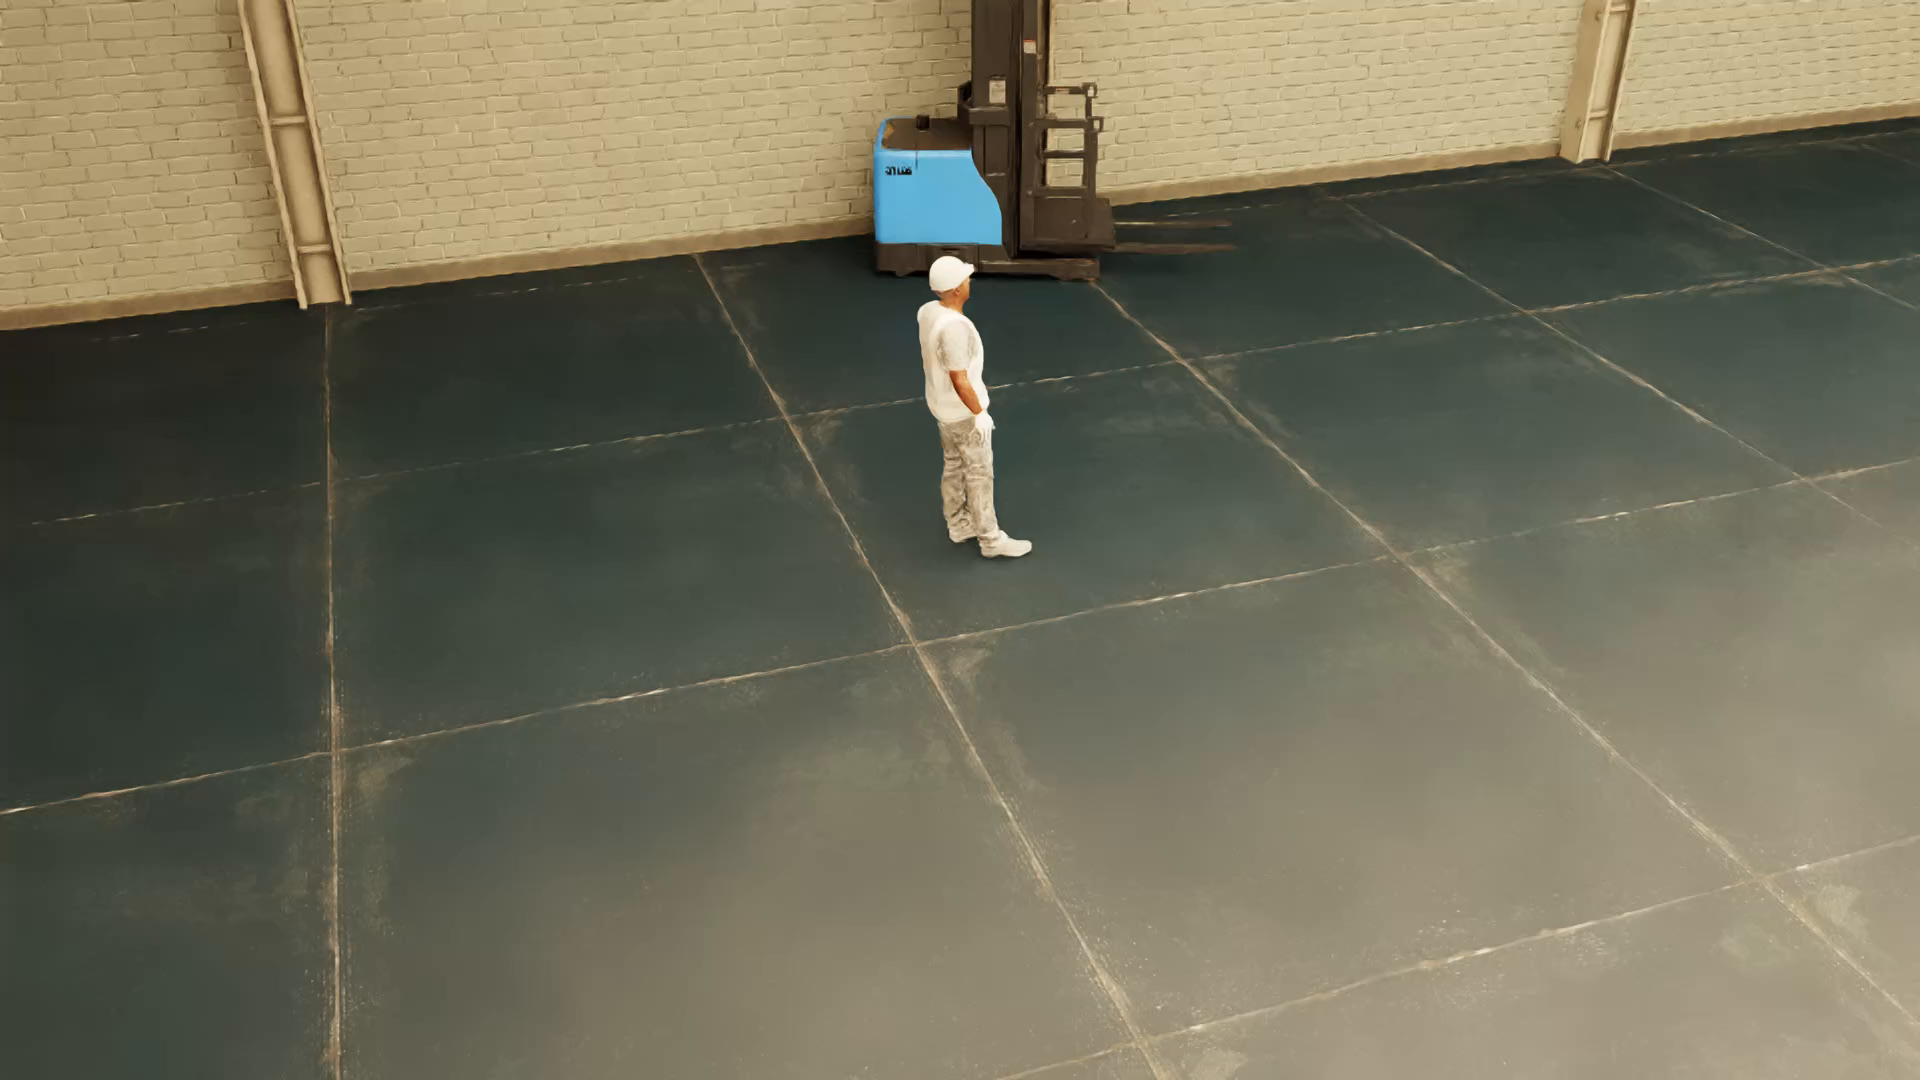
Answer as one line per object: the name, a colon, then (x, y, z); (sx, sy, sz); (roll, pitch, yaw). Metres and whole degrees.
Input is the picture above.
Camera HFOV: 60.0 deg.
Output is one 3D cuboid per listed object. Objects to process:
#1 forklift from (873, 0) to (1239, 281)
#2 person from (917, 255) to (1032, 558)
forklift: (0.809, -3.677, 13.478); (3.031, 2.935, 1.130); (1, 30, 1)
person: (0.071, -0.786, 9.591); (0.576, 1.782, 0.655); (-10, 31, -16)
